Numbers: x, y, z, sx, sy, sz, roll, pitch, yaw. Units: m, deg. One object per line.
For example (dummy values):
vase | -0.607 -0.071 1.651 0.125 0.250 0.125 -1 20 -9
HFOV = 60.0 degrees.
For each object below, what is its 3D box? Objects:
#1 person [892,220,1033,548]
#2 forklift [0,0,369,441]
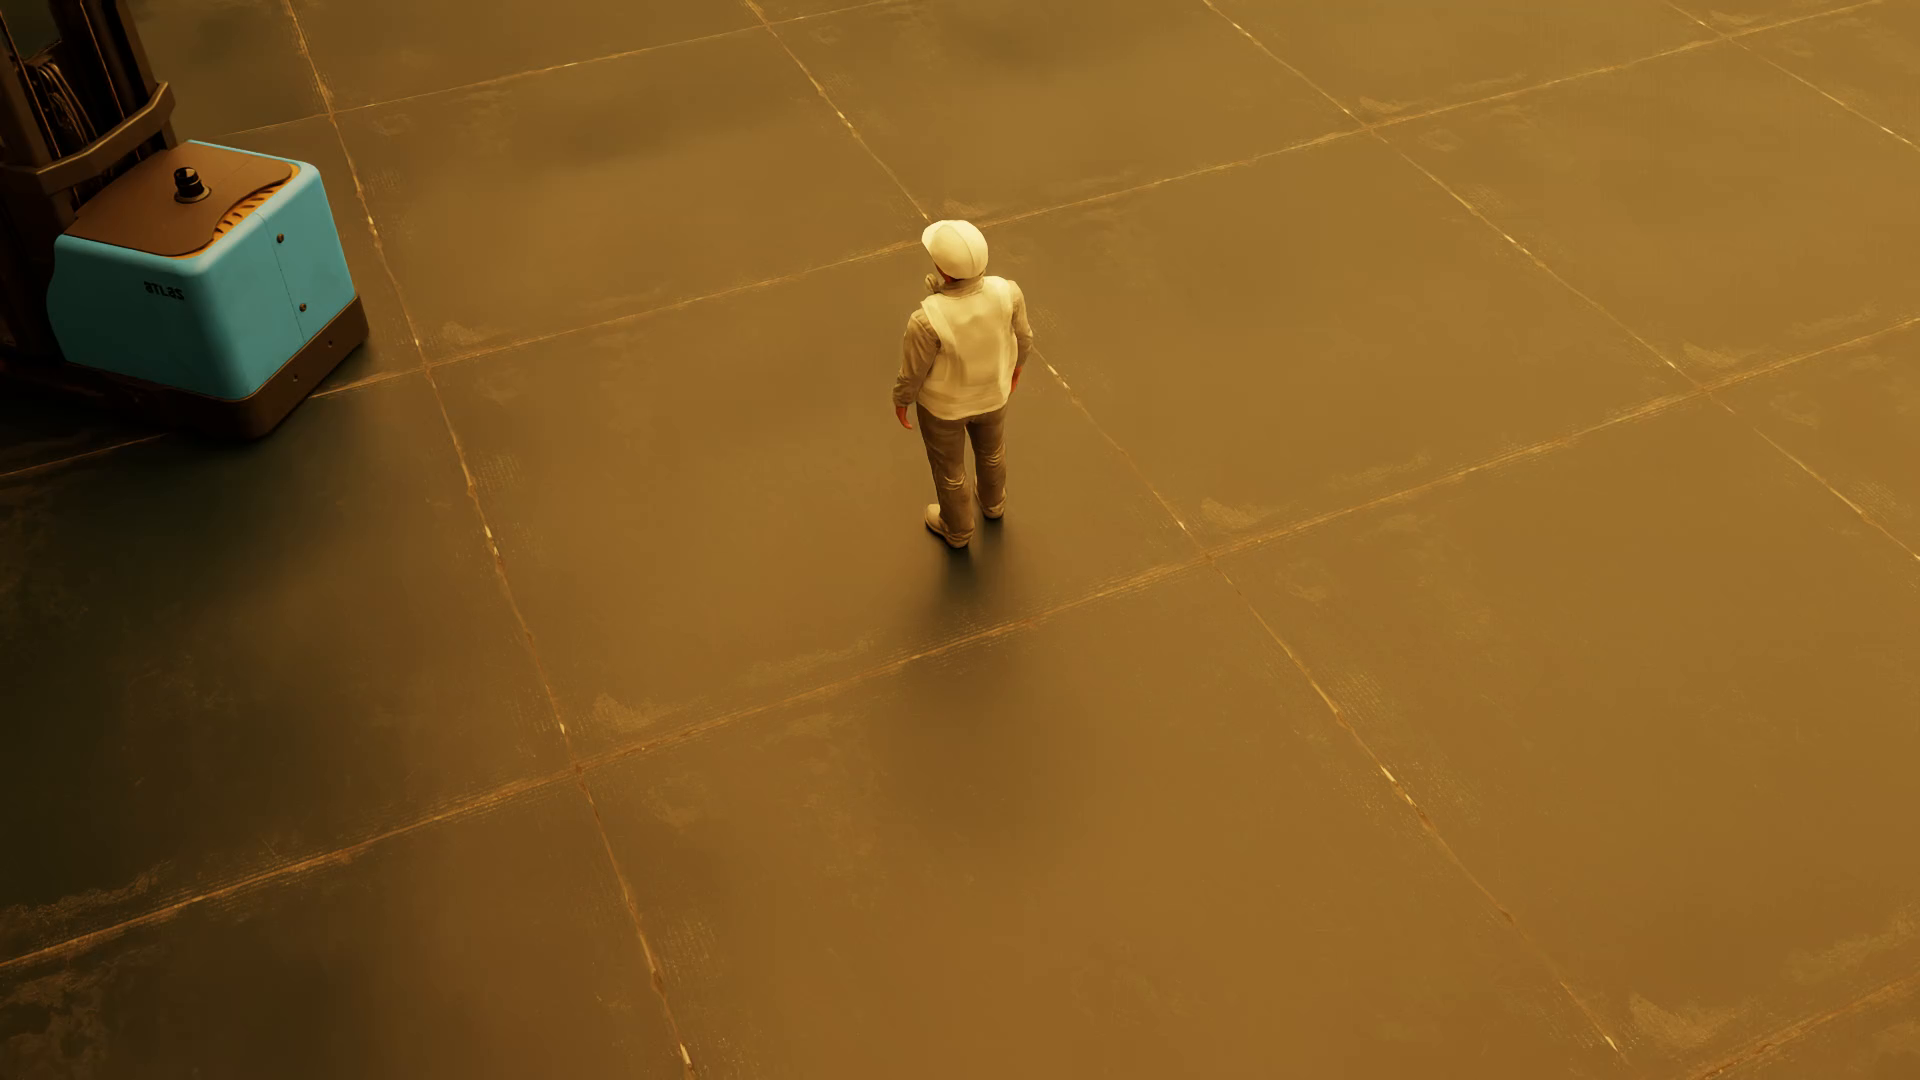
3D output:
person | -0.018 -0.695 7.262 0.632 1.773 0.568 -18 46 -18
forklift | -4.742 -2.172 8.008 3.031 2.935 1.130 13 45 14
